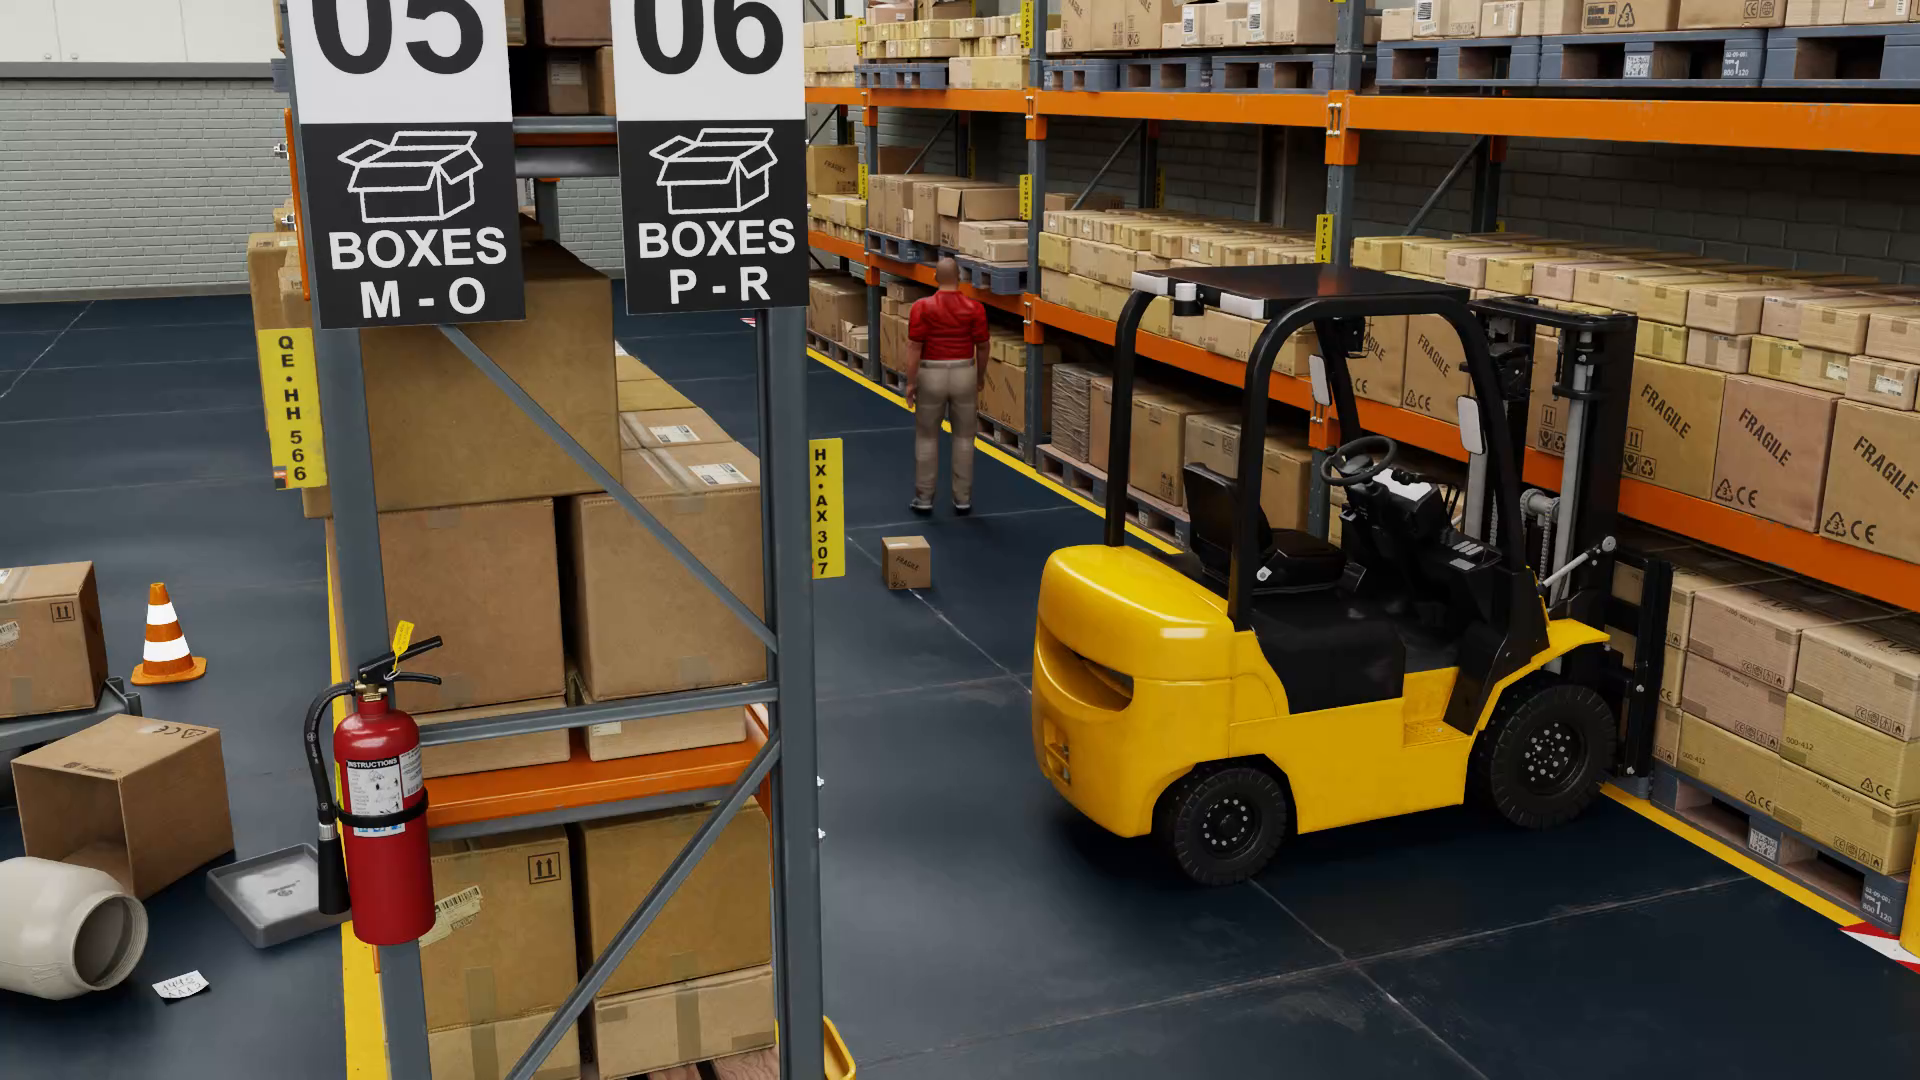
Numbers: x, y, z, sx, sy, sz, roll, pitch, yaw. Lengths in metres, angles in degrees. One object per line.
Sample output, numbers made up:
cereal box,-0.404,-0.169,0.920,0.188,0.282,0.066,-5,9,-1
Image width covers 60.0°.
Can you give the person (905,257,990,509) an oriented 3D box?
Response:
person,-0.087,-1.045,11.264,0.571,1.744,0.432,-1,16,-5
